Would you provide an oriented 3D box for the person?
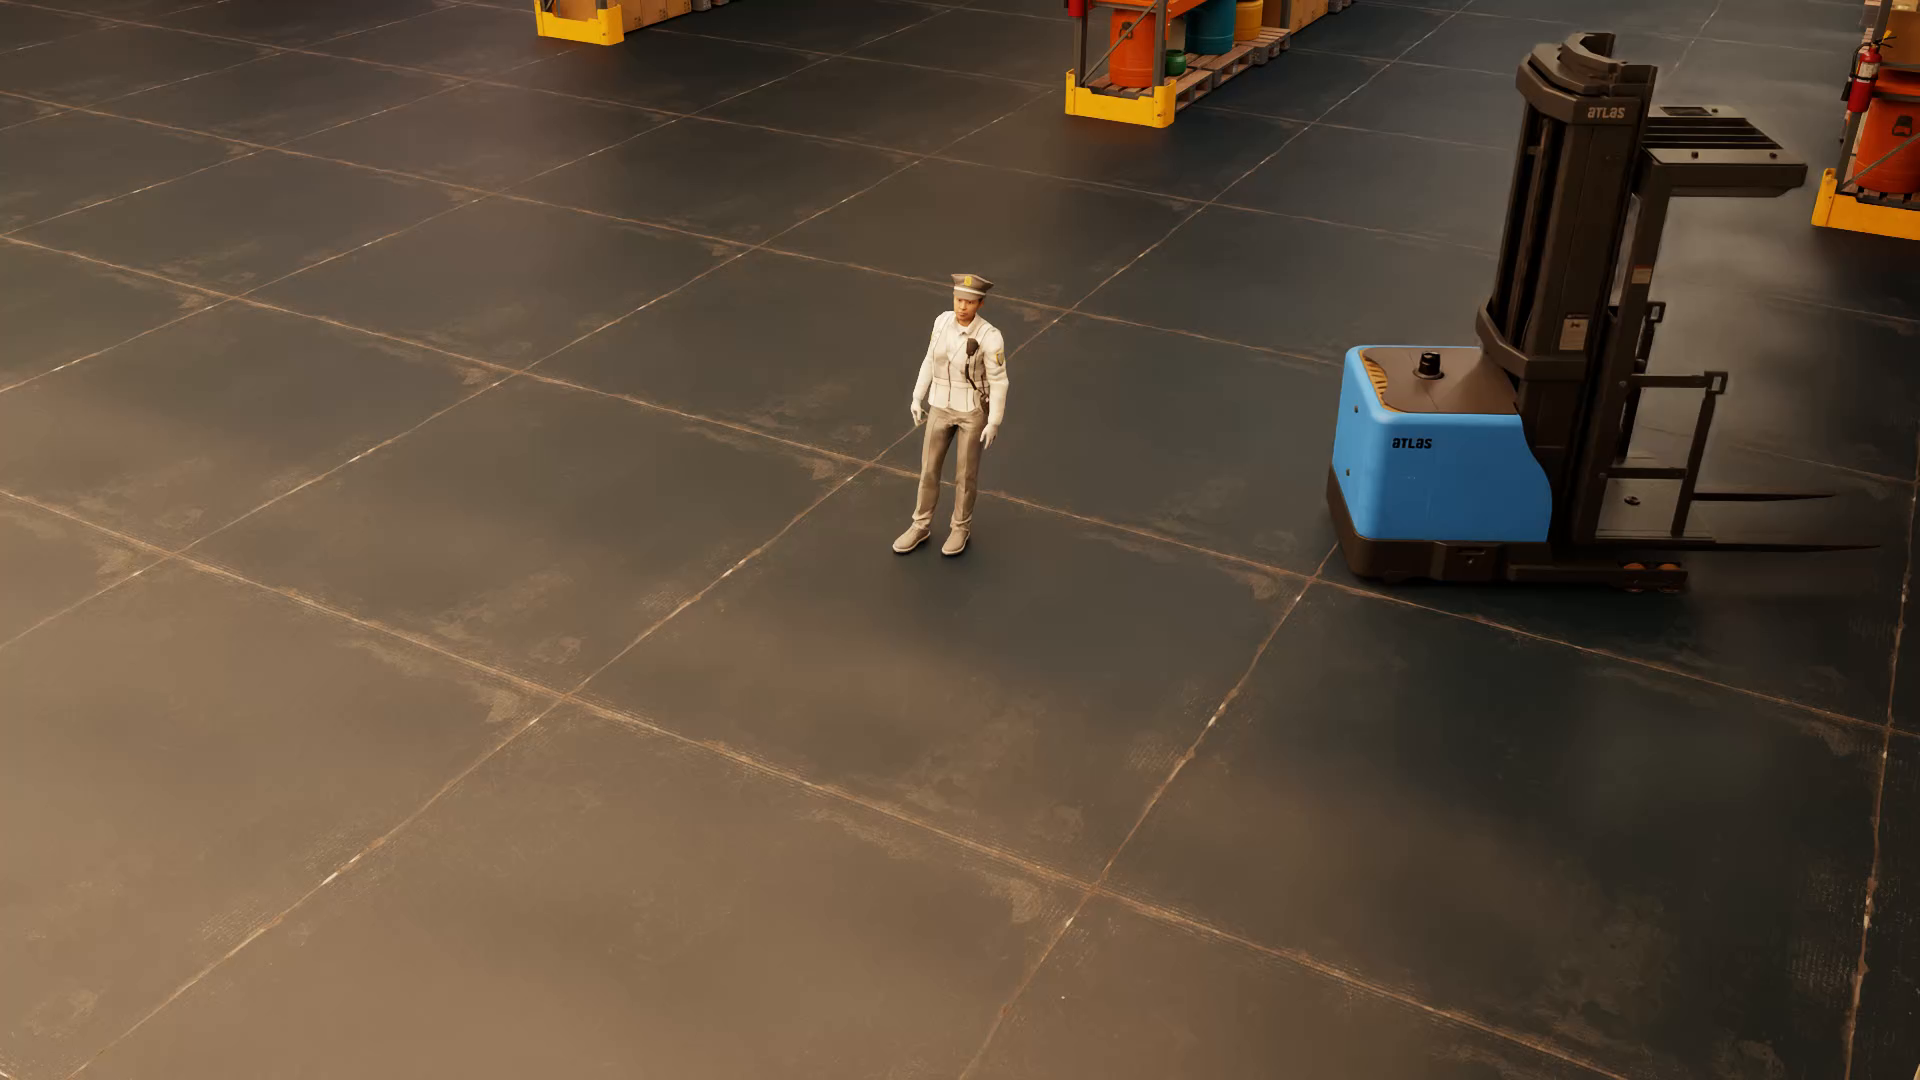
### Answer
[{"bbox_3d":[-0.039,-0.712,9.527,0.586,1.694,0.532,15,33,25],"label":"person"}]

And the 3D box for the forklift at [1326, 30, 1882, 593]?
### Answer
[{"bbox_3d":[3.770,-1.237,9.214,3.031,2.935,1.130,1,30,2],"label":"forklift"}]
